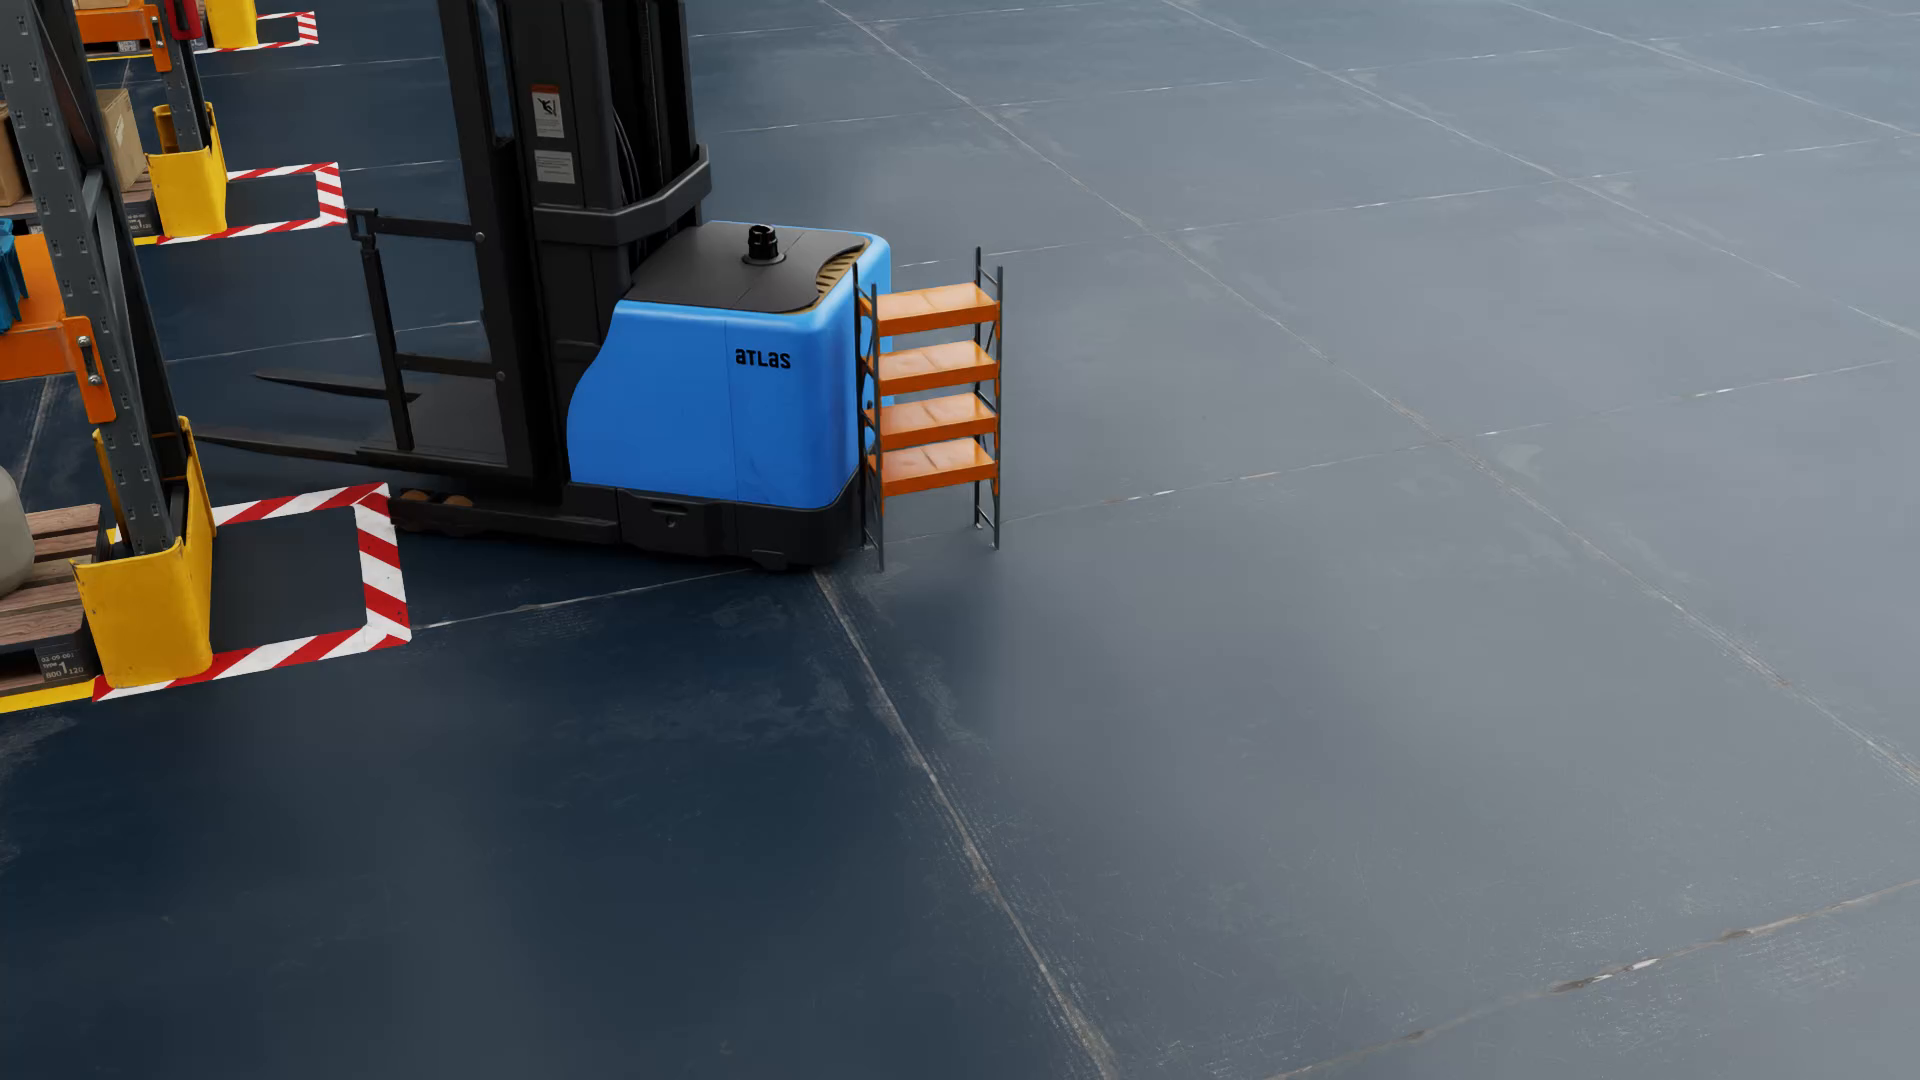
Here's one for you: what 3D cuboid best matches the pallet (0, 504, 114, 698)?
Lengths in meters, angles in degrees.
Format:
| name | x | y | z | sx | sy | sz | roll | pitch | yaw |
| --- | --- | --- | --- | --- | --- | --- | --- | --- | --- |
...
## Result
| name | x | y | z | sx | sy | sz | roll | pitch | yaw |
| --- | --- | --- | --- | --- | --- | --- | --- | --- | --- |
| pallet | -3.793 | 0.277 | 6.050 | 1.213 | 0.211 | 1.003 | -10 | 31 | -18 |

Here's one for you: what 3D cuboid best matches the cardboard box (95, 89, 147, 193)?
| name | x | y | z | sx | sy | sz | roll | pitch | yaw |
| --- | --- | --- | --- | --- | --- | --- | --- | --- | --- |
| cardboard box | -5.293 | -2.401 | 10.035 | 0.500 | 0.500 | 0.500 | -5 | 30 | -8 |

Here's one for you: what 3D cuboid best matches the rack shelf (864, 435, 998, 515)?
| name | x | y | z | sx | sy | sz | roll | pitch | yaw |
| --- | --- | --- | --- | --- | --- | --- | --- | --- | --- |
| rack shelf | -0.119 | -0.259 | 6.529 | 0.480 | 0.148 | 0.258 | -11 | 31 | -18 |

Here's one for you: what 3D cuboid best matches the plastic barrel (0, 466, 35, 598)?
| name | x | y | z | sx | sy | sz | roll | pitch | yaw |
| --- | --- | --- | --- | --- | --- | --- | --- | --- | --- |
| plastic barrel | -3.565 | -0.059 | 5.913 | 0.421 | 0.512 | 0.421 | 0 | 30 | 0 |

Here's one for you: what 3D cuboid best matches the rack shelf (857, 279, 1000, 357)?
| name | x | y | z | sx | sy | sz | roll | pitch | yaw |
| --- | --- | --- | --- | --- | --- | --- | --- | --- | --- |
| rack shelf | -0.119 | -0.831 | 6.203 | 0.480 | 0.148 | 0.258 | -11 | 31 | -18 |

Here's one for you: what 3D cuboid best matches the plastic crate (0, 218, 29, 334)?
| name | x | y | z | sx | sy | sz | roll | pitch | yaw |
| --- | --- | --- | --- | --- | --- | --- | --- | --- | --- |
| plastic crate | -3.339 | -0.817 | 5.304 | 0.616 | 0.251 | 0.499 | -10 | 31 | -18 |

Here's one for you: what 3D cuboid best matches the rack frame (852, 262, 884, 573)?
| name | x | y | z | sx | sy | sz | roll | pitch | yaw |
| --- | --- | --- | --- | --- | --- | --- | --- | --- | --- |
| rack frame | -0.347 | -0.446 | 6.321 | 0.015 | 1.200 | 0.240 | -11 | 31 | -18 |

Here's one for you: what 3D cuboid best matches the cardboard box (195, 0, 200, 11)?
| name | x | y | z | sx | sy | sz | roll | pitch | yaw |
| --- | --- | --- | --- | --- | --- | --- | --- | --- | --- |
| cardboard box | -6.949 | -4.835 | 13.929 | 0.875 | 0.875 | 0.875 | -10 | 31 | -17 |

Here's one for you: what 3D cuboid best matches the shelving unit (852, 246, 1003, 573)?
| name | x | y | z | sx | sy | sz | roll | pitch | yaw |
| --- | --- | --- | --- | --- | --- | --- | --- | --- | --- |
| shelving unit | -0.119 | -0.490 | 6.398 | 0.503 | 1.200 | 0.258 | -11 | 31 | -18 |

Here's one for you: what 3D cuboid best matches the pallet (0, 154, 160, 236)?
| name | x | y | z | sx | sy | sz | roll | pitch | yaw |
| --- | --- | --- | --- | --- | --- | --- | --- | --- | --- |
| pallet | -5.547 | -2.056 | 10.146 | 1.213 | 0.211 | 1.003 | -10 | 31 | -18 |

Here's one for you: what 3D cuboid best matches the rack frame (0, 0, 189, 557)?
| name | x | y | z | sx | sy | sz | roll | pitch | yaw |
| --- | --- | --- | --- | --- | --- | --- | --- | --- | --- |
| rack frame | -2.975 | -1.107 | 5.663 | 0.127 | 3.000 | 1.000 | -10 | 31 | -18 |

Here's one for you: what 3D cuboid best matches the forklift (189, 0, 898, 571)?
| name | x | y | z | sx | sy | sz | roll | pitch | yaw |
| --- | --- | --- | --- | --- | --- | --- | --- | --- | --- |
| forklift | -1.843 | -1.530 | 6.474 | 3.031 | 2.935 | 1.130 | 7 | 30 | 12 |

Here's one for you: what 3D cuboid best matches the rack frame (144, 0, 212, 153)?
| name | x | y | z | sx | sy | sz | roll | pitch | yaw |
| --- | --- | --- | --- | --- | --- | --- | --- | --- | --- |
| rack frame | -4.702 | -3.405 | 9.696 | 0.127 | 3.000 | 1.000 | -10 | 31 | -18 |

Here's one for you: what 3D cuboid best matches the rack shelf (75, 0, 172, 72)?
| name | x | y | z | sx | sy | sz | roll | pitch | yaw |
| --- | --- | --- | --- | --- | --- | --- | --- | --- | --- |
| rack shelf | -6.576 | -2.747 | 9.268 | 4.000 | 0.370 | 1.077 | -10 | 31 | -18 |

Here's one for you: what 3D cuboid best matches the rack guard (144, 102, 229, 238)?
| name | x | y | z | sx | sy | sz | roll | pitch | yaw |
| --- | --- | --- | --- | --- | --- | --- | --- | --- | --- |
| rack guard | -4.773 | -2.306 | 10.292 | 0.348 | 0.500 | 1.175 | -10 | 31 | -18 |

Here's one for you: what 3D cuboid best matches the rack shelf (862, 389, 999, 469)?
| name | x | y | z | sx | sy | sz | roll | pitch | yaw |
| --- | --- | --- | --- | --- | --- | --- | --- | --- | --- |
| rack shelf | -0.119 | -0.431 | 6.431 | 0.480 | 0.148 | 0.258 | -11 | 31 | -18 |

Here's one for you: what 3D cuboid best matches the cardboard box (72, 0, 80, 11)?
| name | x | y | z | sx | sy | sz | roll | pitch | yaw |
| --- | --- | --- | --- | --- | --- | --- | --- | --- | --- |
| cardboard box | -5.131 | -3.108 | 9.429 | 0.250 | 0.149 | 0.380 | -10 | 31 | -18 |

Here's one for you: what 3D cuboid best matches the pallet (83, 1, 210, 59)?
| name | x | y | z | sx | sy | sz | roll | pitch | yaw |
| --- | --- | --- | --- | --- | --- | --- | --- | --- | --- |
| pallet | -7.059 | -4.337 | 14.150 | 1.213 | 0.211 | 1.003 | -10 | 31 | -18 |

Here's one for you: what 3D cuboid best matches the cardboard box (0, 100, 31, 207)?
| name | x | y | z | sx | sy | sz | roll | pitch | yaw |
| --- | --- | --- | --- | --- | --- | --- | --- | --- | --- |
| cardboard box | -5.841 | -2.282 | 9.826 | 0.500 | 0.500 | 0.500 | -3 | 30 | -5 |

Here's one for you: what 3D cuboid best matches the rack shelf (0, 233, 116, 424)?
| name | x | y | z | sx | sy | sz | roll | pitch | yaw |
| --- | --- | --- | --- | --- | --- | --- | --- | --- | --- |
| rack shelf | -4.849 | -0.449 | 5.235 | 4.000 | 0.370 | 1.077 | -10 | 31 | -18 |

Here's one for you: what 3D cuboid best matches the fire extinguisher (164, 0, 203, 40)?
| name | x | y | z | sx | sy | sz | roll | pitch | yaw |
| --- | --- | --- | --- | --- | --- | --- | --- | --- | --- |
| fire extinguisher | -4.434 | -3.177 | 9.375 | 0.183 | 0.674 | 0.296 | -10 | 31 | -18 |

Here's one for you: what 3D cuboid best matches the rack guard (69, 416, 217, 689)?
| name | x | y | z | sx | sy | sz | roll | pitch | yaw |
| --- | --- | --- | --- | --- | --- | --- | --- | --- | --- |
| rack guard | -3.030 | 0.014 | 6.220 | 0.348 | 0.500 | 1.175 | -10 | 31 | -18 |

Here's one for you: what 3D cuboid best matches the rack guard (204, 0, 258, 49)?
| name | x | y | z | sx | sy | sz | roll | pitch | yaw |
| --- | --- | --- | --- | --- | --- | --- | --- | --- | --- |
| rack guard | -6.314 | -4.641 | 14.392 | 0.348 | 0.500 | 1.175 | -10 | 31 | -18 |

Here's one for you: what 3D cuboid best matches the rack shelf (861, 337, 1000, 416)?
| name | x | y | z | sx | sy | sz | roll | pitch | yaw |
| --- | --- | --- | --- | --- | --- | --- | --- | --- | --- |
| rack shelf | -0.119 | -0.626 | 6.320 | 0.480 | 0.148 | 0.258 | -11 | 31 | -18 |

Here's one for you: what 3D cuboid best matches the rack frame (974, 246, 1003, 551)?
| name | x | y | z | sx | sy | sz | roll | pitch | yaw |
| --- | --- | --- | --- | --- | --- | --- | --- | --- | --- |
| rack frame | 0.108 | -0.533 | 6.474 | 0.015 | 1.200 | 0.240 | -11 | 31 | -18 |

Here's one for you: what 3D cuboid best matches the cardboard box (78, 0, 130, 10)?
| name | x | y | z | sx | sy | sz | roll | pitch | yaw |
| --- | --- | --- | --- | --- | --- | --- | --- | --- | --- |
| cardboard box | -4.897 | -3.151 | 9.504 | 0.250 | 0.149 | 0.380 | -10 | 31 | -18 |
